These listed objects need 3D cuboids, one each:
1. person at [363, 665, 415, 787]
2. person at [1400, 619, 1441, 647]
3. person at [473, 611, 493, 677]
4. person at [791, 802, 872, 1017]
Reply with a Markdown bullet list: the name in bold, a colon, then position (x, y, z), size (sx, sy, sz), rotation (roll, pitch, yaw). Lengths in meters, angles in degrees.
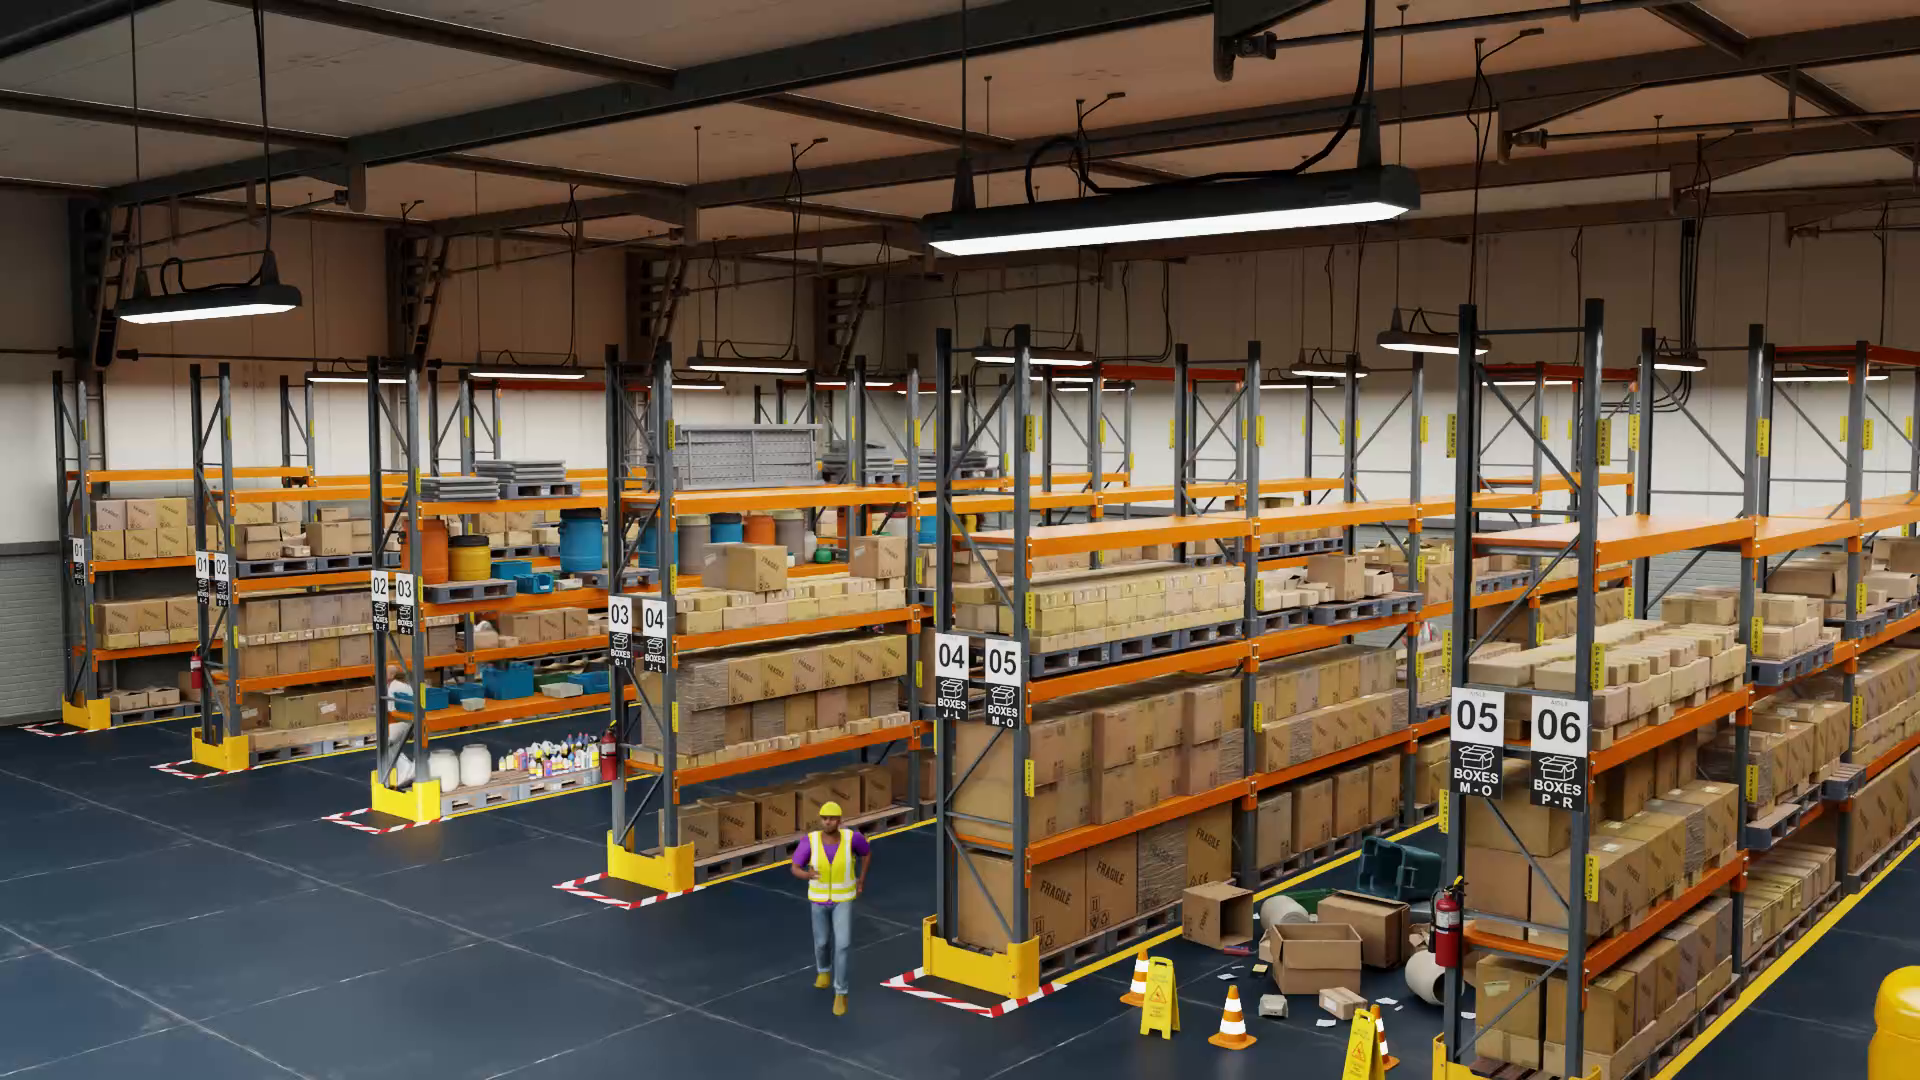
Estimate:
- **person**: position (-7.953, 2.614, 23.349), size (0.793, 1.734, 0.727), rotation (-4, 6, -44)
- **person**: position (8.357, 2.123, 30.065), size (0.659, 1.801, 0.736), rotation (0, 4, -5)
- **person**: position (-8.823, 2.082, 30.565), size (0.690, 1.761, 0.733), rotation (3, 5, 38)
- **person**: position (-1.148, 3.222, 14.745), size (0.692, 1.843, 0.766), rotation (0, 4, 3)
